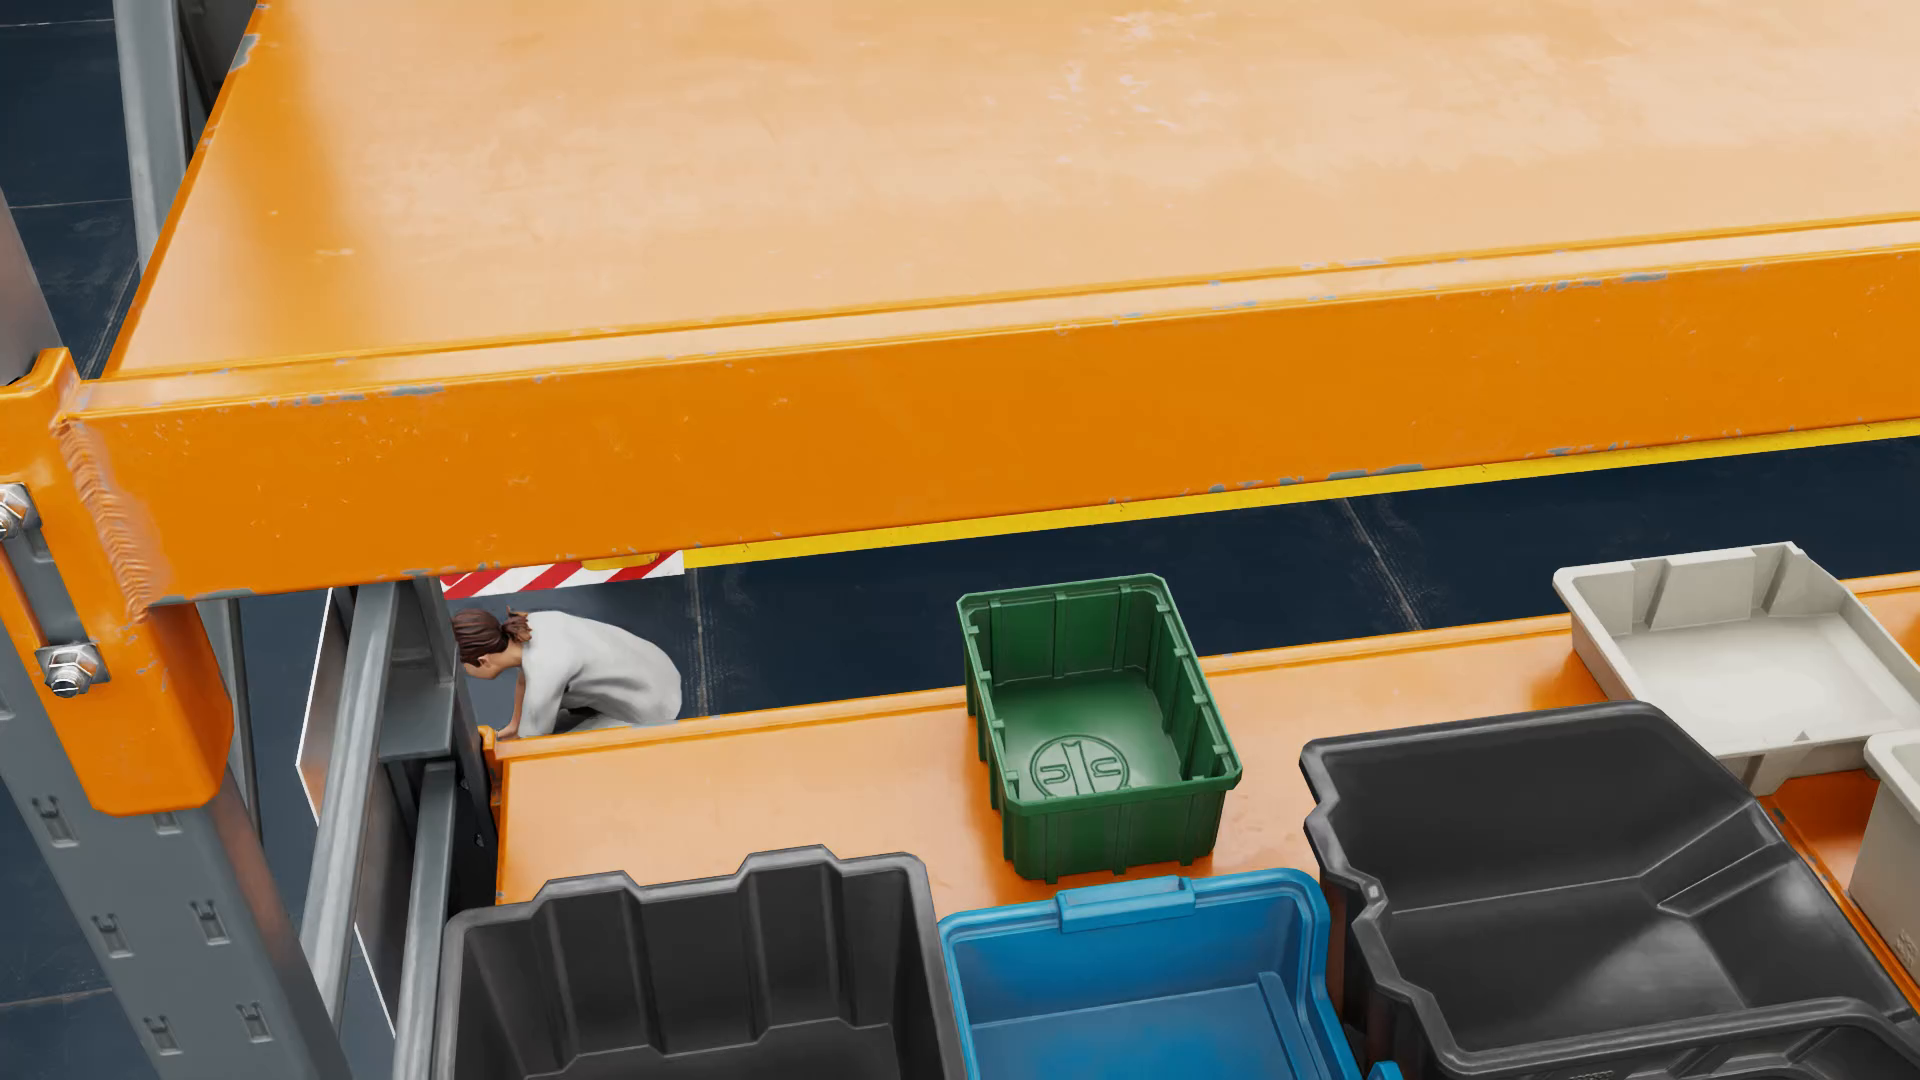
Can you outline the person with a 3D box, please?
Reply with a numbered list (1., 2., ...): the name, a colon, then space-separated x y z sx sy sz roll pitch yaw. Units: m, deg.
1. person: -1.348 0.636 5.824 0.757 1.102 0.489 -6 39 -8
